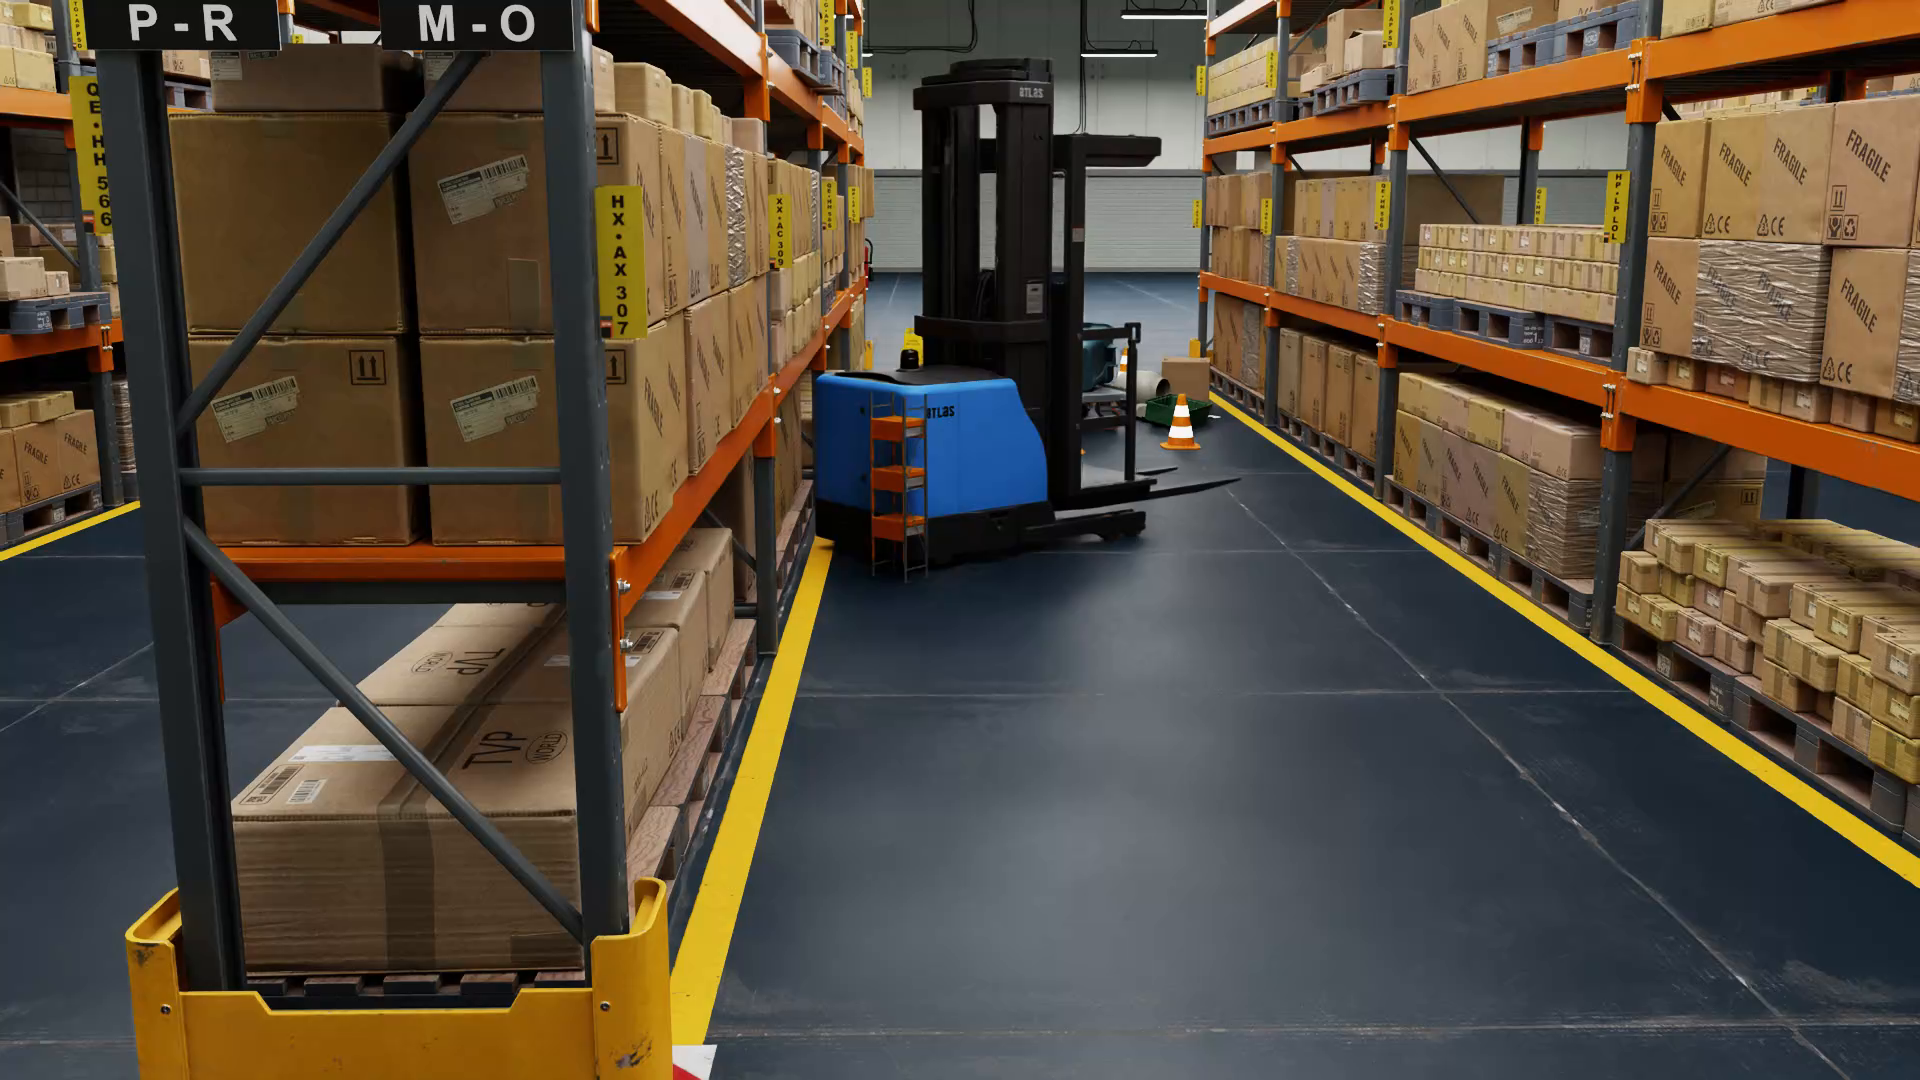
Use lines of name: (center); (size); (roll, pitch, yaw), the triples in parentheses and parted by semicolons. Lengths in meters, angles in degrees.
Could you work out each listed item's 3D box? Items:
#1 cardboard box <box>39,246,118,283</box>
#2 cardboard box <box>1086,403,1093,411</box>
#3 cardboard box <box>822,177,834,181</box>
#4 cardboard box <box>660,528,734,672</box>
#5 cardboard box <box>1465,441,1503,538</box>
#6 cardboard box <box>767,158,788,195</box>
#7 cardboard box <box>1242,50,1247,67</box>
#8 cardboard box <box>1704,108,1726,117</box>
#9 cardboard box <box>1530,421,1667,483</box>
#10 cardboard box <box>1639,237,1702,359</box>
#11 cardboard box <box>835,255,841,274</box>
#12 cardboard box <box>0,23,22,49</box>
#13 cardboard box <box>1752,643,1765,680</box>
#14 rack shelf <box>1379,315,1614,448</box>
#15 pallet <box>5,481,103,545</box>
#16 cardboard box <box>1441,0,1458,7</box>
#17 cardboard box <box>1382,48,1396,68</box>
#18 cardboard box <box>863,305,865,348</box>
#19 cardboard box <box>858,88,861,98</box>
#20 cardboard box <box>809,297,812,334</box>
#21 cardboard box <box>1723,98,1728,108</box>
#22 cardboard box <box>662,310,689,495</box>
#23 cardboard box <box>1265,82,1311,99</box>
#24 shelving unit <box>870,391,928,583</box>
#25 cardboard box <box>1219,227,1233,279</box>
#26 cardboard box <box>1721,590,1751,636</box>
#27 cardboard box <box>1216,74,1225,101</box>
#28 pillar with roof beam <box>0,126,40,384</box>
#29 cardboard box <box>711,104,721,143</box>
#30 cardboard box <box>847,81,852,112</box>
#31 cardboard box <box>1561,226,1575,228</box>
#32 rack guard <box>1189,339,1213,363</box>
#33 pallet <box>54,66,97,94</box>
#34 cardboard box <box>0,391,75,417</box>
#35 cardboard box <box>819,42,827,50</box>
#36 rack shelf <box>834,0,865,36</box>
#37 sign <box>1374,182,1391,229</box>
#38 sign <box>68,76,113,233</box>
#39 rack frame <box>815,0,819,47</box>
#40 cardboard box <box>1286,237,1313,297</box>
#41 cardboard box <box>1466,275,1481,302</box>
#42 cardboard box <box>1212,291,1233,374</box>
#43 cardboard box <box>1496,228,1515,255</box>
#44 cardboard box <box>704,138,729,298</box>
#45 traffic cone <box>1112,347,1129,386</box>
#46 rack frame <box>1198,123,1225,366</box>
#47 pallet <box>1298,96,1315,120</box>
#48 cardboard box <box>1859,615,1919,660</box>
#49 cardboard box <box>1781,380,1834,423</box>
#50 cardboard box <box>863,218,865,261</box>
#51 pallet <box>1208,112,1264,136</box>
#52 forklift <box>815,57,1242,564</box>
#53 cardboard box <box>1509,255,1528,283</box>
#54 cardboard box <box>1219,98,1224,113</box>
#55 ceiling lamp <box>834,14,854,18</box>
cardboard box: (-6.152, -1.963, 11.812); (0.500, 0.250, 0.500); (0, 11, -1)
cardboard box: (0.980, -1.632, 16.998); (0.797, 0.637, 0.503); (0, 11, -1)
cardboard box: (-1.241, -2.955, 13.893); (0.380, 0.149, 0.250); (-1, 11, -4)
cardboard box: (-1.462, 0.247, 7.187); (0.875, 0.438, 0.875); (0, 11, -2)
cardboard box: (3.296, -0.300, 9.723); (0.500, 0.500, 0.500); (0, 11, -2)
cardboard box: (-1.089, -1.556, 7.919); (0.500, 0.500, 0.500); (0, 11, 0)
cardboard box: (3.063, -4.874, 16.813); (0.380, 0.149, 0.250); (0, 11, -2)
cardboard box: (8.083, -4.350, 17.289); (0.500, 0.250, 0.500); (0, 11, 1)
cardboard box: (3.312, -0.464, 8.647); (0.500, 0.250, 0.500); (-1, 11, -3)
cardboard box: (3.338, -1.064, 7.261); (0.500, 0.500, 0.500); (0, 11, -2)
cardboard box: (-1.208, -2.346, 14.154); (0.380, 0.149, 0.250); (0, 11, -1)
cardboard box: (-6.179, -3.173, 10.486); (0.380, 0.149, 0.250); (-1, 11, -2)
cardboard box: (3.424, 0.502, 6.655); (0.380, 0.149, 0.250); (-1, 11, -4)
rack shelf: (3.538, -1.014, 9.822); (1.077, 0.370, 4.000); (0, 11, -1)
pallet: (-6.435, -0.187, 10.951); (1.003, 0.211, 1.213); (0, 11, -1)
cardboard box: (3.240, -3.474, 10.418); (0.396, 0.266, 0.258); (0, 11, -1)
cardboard box: (3.265, -3.493, 11.965); (0.380, 0.166, 0.250); (0, 11, -1)
cardboard box: (-1.338, -2.381, 18.726); (0.500, 0.500, 0.500); (0, 11, -1)
cardboard box: (-1.313, -4.986, 18.671); (0.380, 0.149, 0.250); (0, 11, -1)
cardboard box: (-1.159, -1.349, 10.041); (0.500, 0.250, 0.500); (0, 11, -2)
cardboard box: (8.130, -4.531, 17.177); (0.380, 0.149, 0.250); (-1, 11, -3)
cardboard box: (-1.046, -0.379, 4.633); (0.500, 0.500, 0.500); (0, 11, -2)
cardboard box: (3.087, -4.232, 15.655); (0.380, 0.149, 0.250); (0, 11, -1)
shelving unit: (-0.345, -0.302, 9.407); (0.252, 1.050, 0.215); (9, 15, 38)
cardboard box: (3.304, -3.133, 18.081); (0.875, 0.550, 0.550); (0, 11, -1)
cardboard box: (3.406, 0.302, 6.892); (0.380, 0.149, 0.250); (-1, 11, -4)
cardboard box: (3.097, -4.954, 18.208); (0.500, 0.250, 0.500); (0, 11, -2)
pillar with roof beam: (-3.036, -4.916, 12.156); (9.100, 9.000, 0.400); (0, 11, -1)
cardboard box: (-1.086, -1.523, 6.125); (0.380, 0.149, 0.250); (0, 11, -2)
cardboard box: (-1.268, -4.150, 15.554); (0.500, 0.250, 0.500); (0, 11, -2)
cardboard box: (3.983, -1.888, 10.399); (0.380, 0.149, 0.250); (0, 11, 1)
rack guard: (3.331, -2.134, 19.820); (1.175, 0.500, 0.348); (0, 11, -1)
pallet: (-6.516, -3.214, 11.790); (1.213, 0.211, 1.003); (0, 11, 1)
cardboard box: (-6.149, -0.904, 11.070); (0.380, 0.149, 0.250); (-1, 11, -4)
cardboard box: (-1.350, -4.049, 13.490); (0.500, 0.250, 0.500); (0, 11, 0)
rack shelf: (-1.574, -5.502, 16.865); (1.077, 0.370, 4.000); (0, 11, -1)
sign: (2.942, -2.329, 11.580); (0.100, 0.325, 0.005); (0, 11, -1)
sign: (-1.827, -0.817, 3.536); (0.100, 0.325, 0.005); (0, 11, -1)
rack frame: (-1.450, -4.664, 10.914); (1.000, 3.000, 0.127); (0, 11, -1)
cardboard box: (3.167, -2.402, 14.604); (0.500, 0.500, 0.500); (0, 11, -1)
cardboard box: (3.331, -1.543, 10.198); (0.380, 0.149, 0.250); (0, 11, 1)
cardboard box: (3.412, -2.384, 19.055); (0.875, 0.875, 0.875); (0, 11, -1)
cardboard box: (3.343, -1.735, 9.645); (0.380, 0.149, 0.250); (0, 11, -2)
cardboard box: (-1.057, -1.073, 5.538); (0.500, 0.500, 0.500); (0, 11, -1)
traffic cone: (1.923, -2.000, 19.252); (0.336, 0.463, 0.334); (0, 11, -1)
rack frame: (3.332, -3.354, 19.548); (1.000, 3.000, 0.127); (0, 11, -1)
pallet: (3.483, -3.753, 14.453); (0.805, 0.209, 1.217); (-1, 11, -3)
cardboard box: (3.420, 0.363, 5.843); (0.380, 0.149, 0.250); (-1, 11, -3)
cardboard box: (3.334, -0.527, 6.242); (0.380, 0.149, 0.250); (0, 11, 1)
cardboard box: (-1.328, -3.402, 18.783); (0.500, 0.500, 0.500); (0, 11, -2)
pallet: (3.357, -4.633, 18.532); (1.003, 0.211, 1.213); (0, 11, -1)
forklift: (0.570, -1.509, 10.626); (3.031, 2.935, 1.130); (-9, 15, -38)
cardboard box: (3.343, -1.538, 9.422); (0.380, 0.149, 0.250); (0, 11, -1)
cardboard box: (3.035, -4.736, 18.137); (0.380, 0.149, 0.250); (0, 11, -1)
ceiling lamp: (-3.068, -12.355, 34.146); (2.000, 3.185, 0.800); (0, 11, -1)
